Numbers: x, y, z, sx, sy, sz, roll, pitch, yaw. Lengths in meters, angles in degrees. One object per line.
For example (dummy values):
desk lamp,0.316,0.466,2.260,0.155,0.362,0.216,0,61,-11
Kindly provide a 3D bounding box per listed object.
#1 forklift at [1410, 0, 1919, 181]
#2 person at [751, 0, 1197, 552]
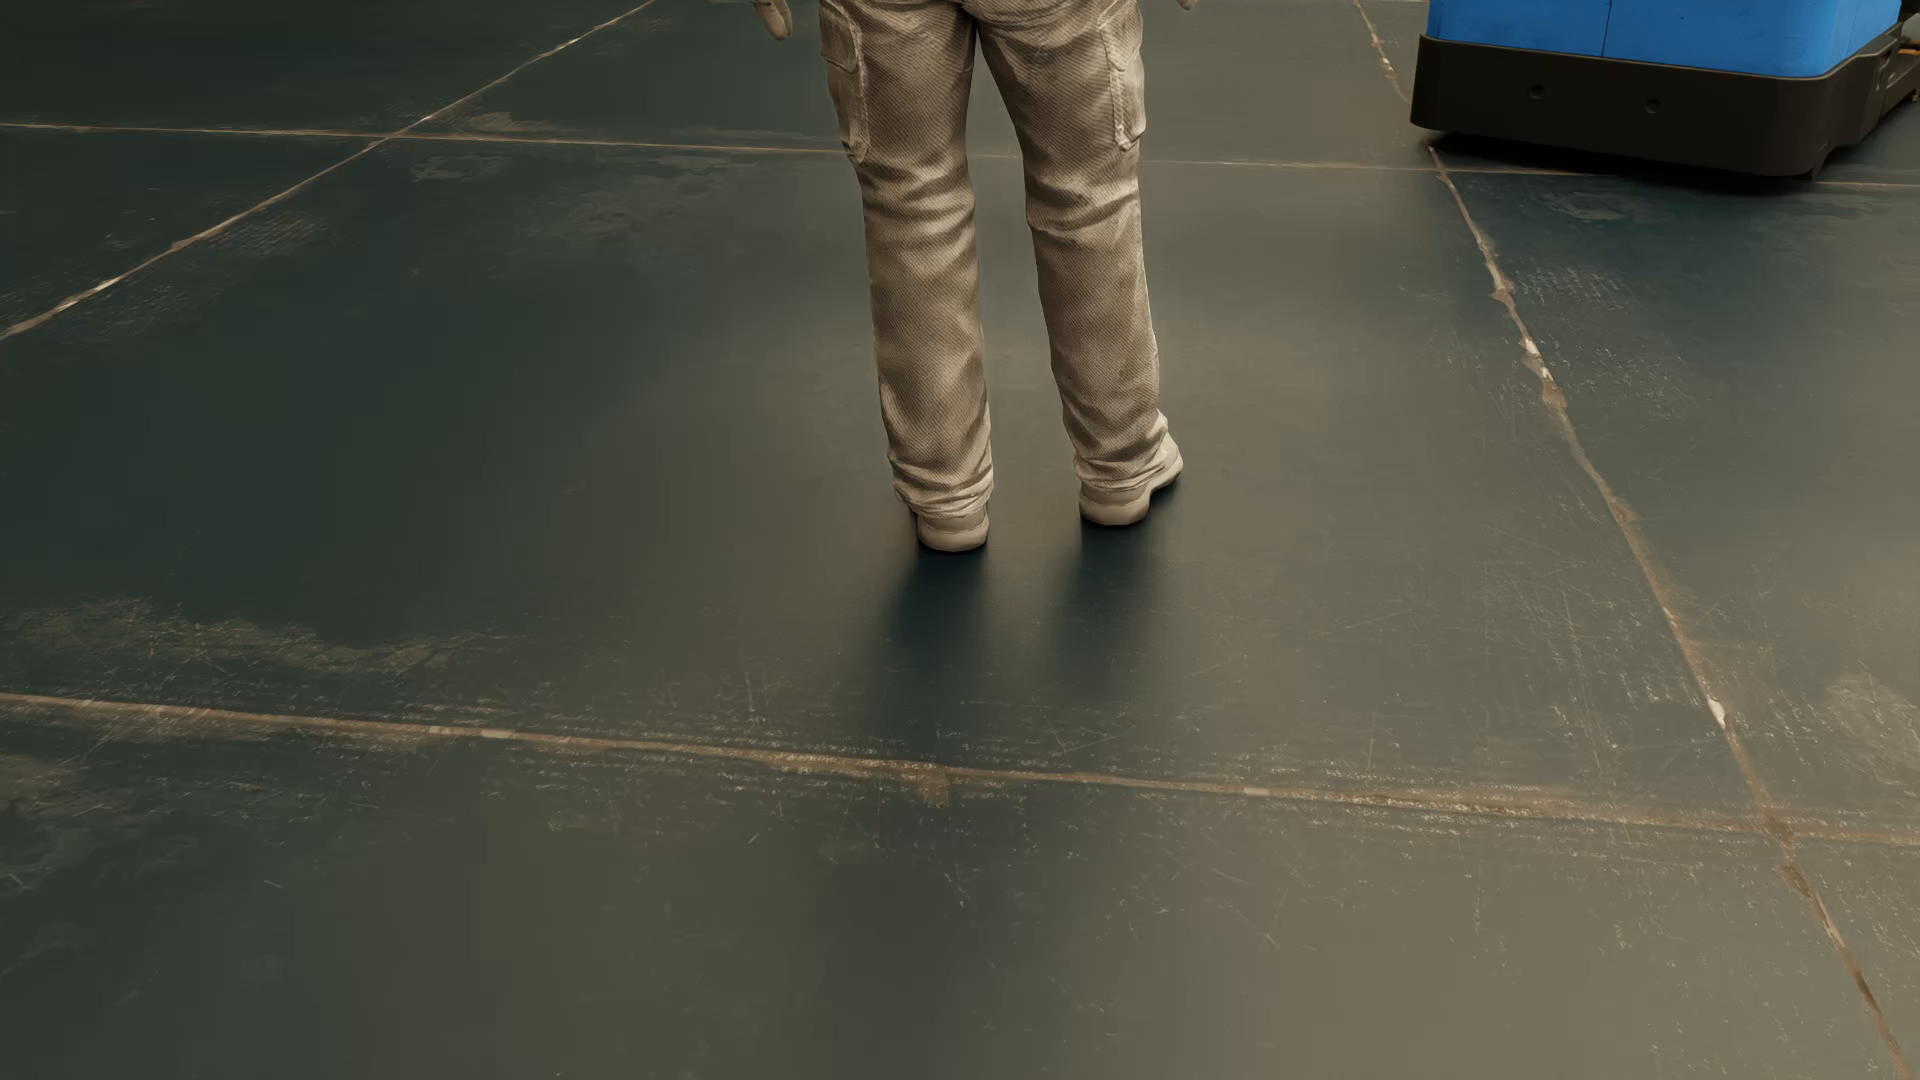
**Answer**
forklift,2.556,-2.820,4.870,1.130,2.935,3.031,18,32,32
person,0.018,-0.836,2.161,0.656,1.782,0.577,3,27,7
